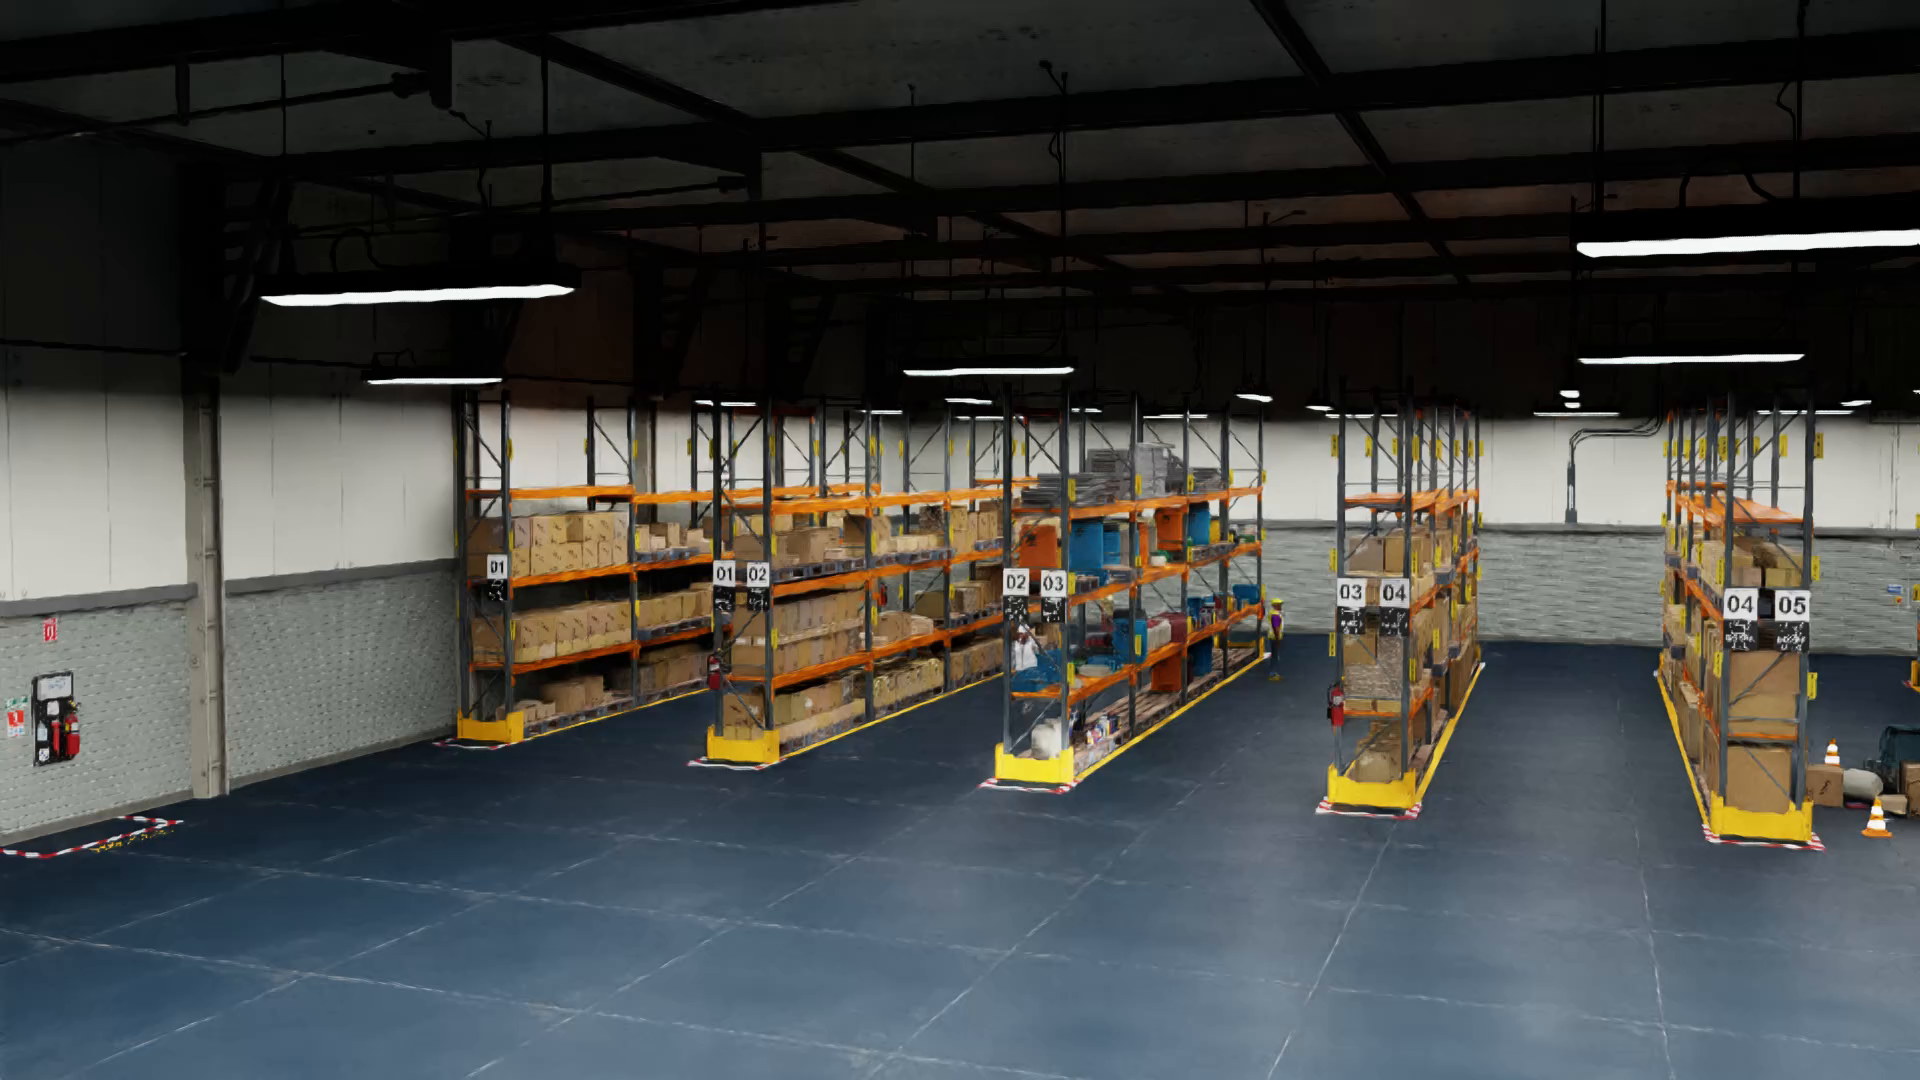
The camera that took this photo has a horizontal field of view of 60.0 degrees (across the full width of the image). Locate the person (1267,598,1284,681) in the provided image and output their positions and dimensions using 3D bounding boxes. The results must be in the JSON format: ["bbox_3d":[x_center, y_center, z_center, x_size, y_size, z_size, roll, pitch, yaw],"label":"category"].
[{"bbox_3d":[6.825,2.126,35.875,0.375,1.775,0.644,0,3,7],"label":"person"}]

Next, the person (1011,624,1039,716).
[{"bbox_3d":[1.210,2.416,31.338,0.543,1.700,1.115,1,3,22],"label":"person"}]

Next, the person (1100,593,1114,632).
[{"bbox_3d":[3.686,1.864,41.610,0.432,1.675,0.543,3,4,44],"label":"person"}]
